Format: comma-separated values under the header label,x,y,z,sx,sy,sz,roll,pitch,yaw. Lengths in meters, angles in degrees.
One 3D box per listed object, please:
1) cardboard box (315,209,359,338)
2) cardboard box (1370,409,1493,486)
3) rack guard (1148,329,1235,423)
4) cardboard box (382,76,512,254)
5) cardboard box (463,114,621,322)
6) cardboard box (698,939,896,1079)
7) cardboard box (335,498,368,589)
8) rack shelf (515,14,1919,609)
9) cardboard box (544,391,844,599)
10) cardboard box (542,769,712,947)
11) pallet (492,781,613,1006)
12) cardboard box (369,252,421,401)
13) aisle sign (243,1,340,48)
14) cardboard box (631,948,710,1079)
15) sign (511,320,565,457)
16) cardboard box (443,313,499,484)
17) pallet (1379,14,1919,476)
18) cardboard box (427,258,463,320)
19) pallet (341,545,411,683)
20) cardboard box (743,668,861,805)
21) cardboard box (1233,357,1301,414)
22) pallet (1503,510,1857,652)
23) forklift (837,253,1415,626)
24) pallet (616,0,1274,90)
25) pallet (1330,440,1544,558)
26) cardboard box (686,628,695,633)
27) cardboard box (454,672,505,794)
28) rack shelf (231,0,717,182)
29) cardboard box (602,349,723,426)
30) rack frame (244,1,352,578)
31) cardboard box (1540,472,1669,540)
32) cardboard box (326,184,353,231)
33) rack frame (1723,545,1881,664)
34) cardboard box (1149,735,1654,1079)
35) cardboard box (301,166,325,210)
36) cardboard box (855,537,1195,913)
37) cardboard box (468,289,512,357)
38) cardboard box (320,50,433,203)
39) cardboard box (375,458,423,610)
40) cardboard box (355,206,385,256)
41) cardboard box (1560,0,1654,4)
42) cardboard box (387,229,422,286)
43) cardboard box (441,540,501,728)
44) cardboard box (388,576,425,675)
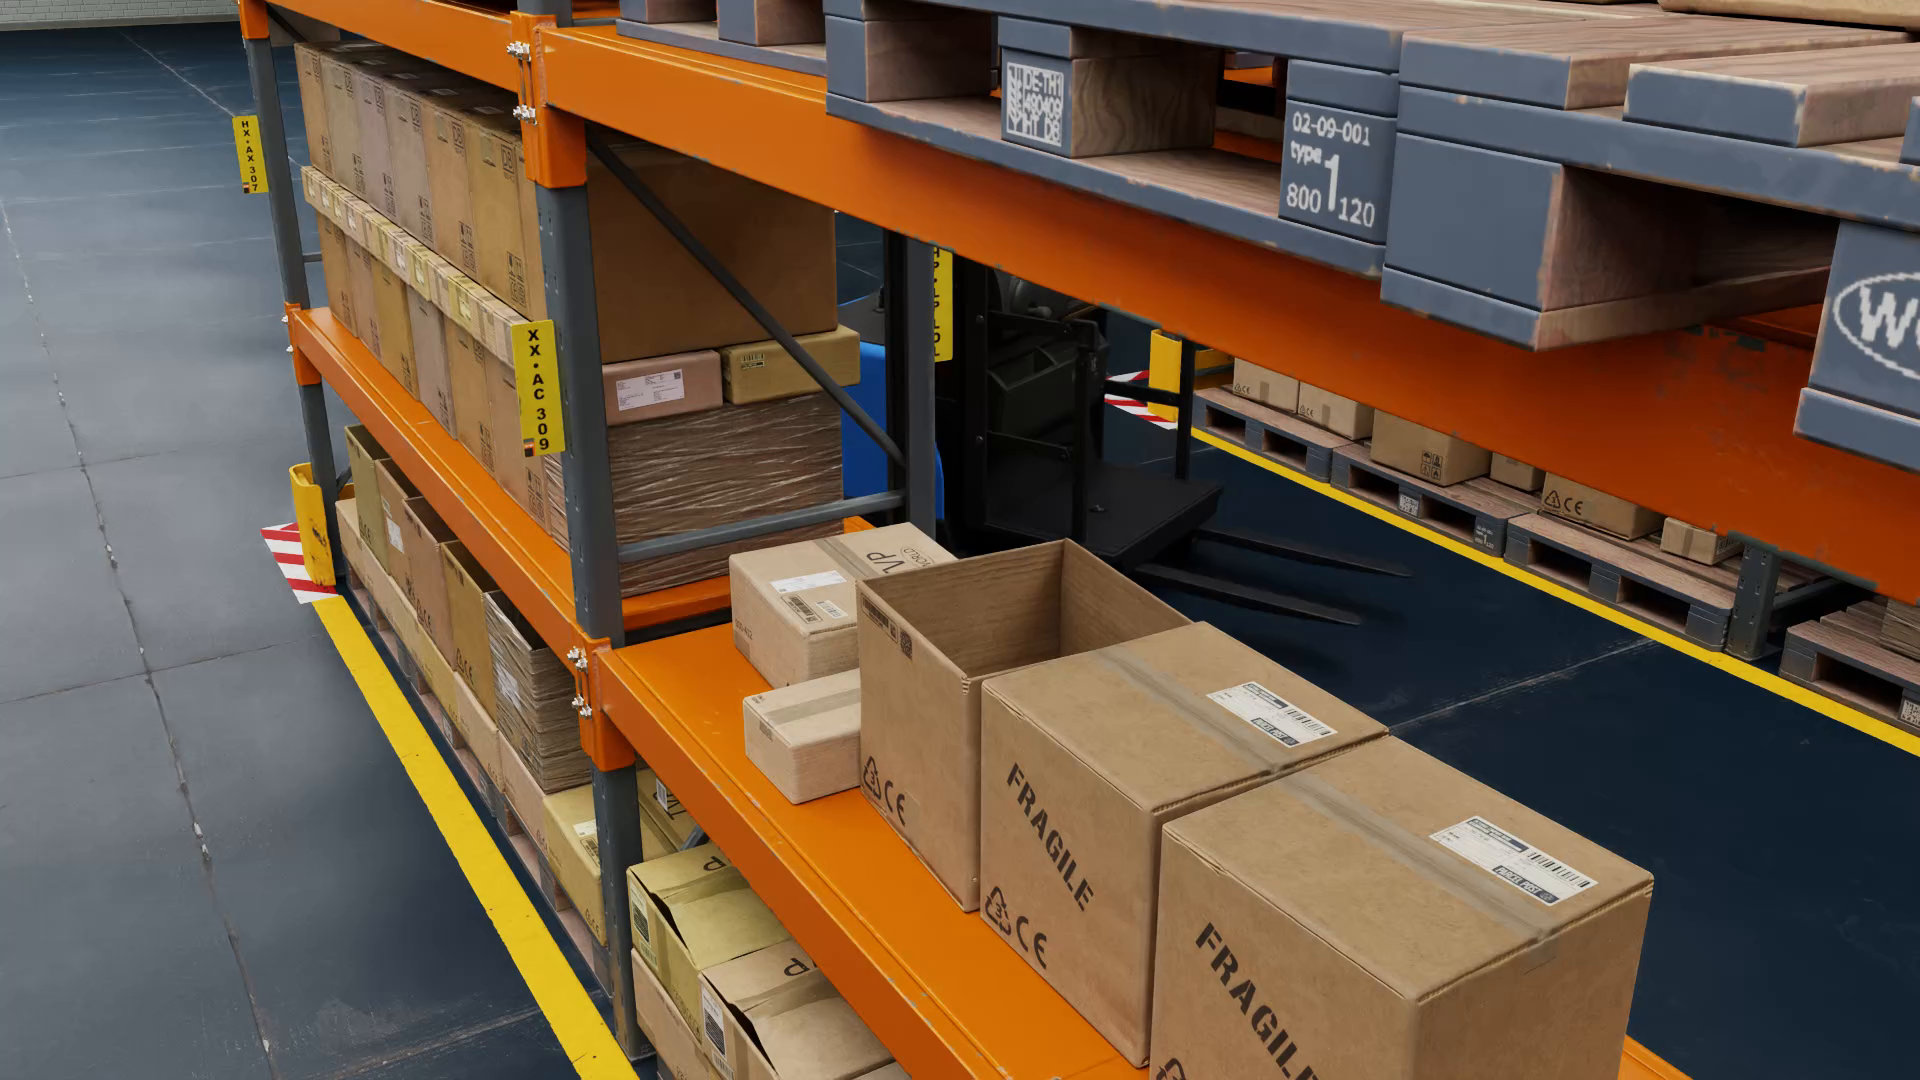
label,x,y,z,sx,sy,sz,roll,pitch,yaw
cardboard box,-2.342,-1.216,7.186,0.700,0.500,0.500,-13,25,-28
cardboard box,2.586,-0.650,8.662,0.700,0.500,0.500,-14,26,-32
rack guard,1.726,-1.095,10.340,1.175,0.500,0.348,-13,25,-28
cardboard box,-1.528,-1.305,5.684,0.700,0.500,0.500,-13,25,-28
cardboard box,-1.018,-0.981,4.887,0.700,0.500,0.500,-13,25,-28
cardboard box,-0.278,1.136,3.882,0.500,0.311,0.500,-13,25,-29
cardboard box,-2.487,-0.027,7.489,0.500,0.250,0.500,-13,25,-28
rack shelf,0.495,-0.437,2.375,1.077,0.370,4.000,-13,25,-28
cardboard box,-0.759,-0.217,4.729,0.700,0.500,0.500,-13,26,-30
cardboard box,-0.951,0.943,5.102,0.500,0.250,0.500,-13,25,-28
pallet,-0.897,0.998,5.576,1.003,0.211,1.213,-13,25,-28
cardboard box,-1.821,-0.885,6.372,0.700,0.500,0.500,-12,25,-28
aisle sign,-2.867,-2.490,7.001,0.394,0.787,0.004,-13,25,-28
cardboard box,-0.533,1.229,4.398,0.500,0.250,0.500,-13,26,-29
sign,-1.003,-0.359,3.956,0.100,0.325,0.005,-13,25,-28
cardboard box,-1.286,-0.550,5.547,0.700,0.500,0.500,-12,25,-27
pallet,1.093,-0.238,1.181,1.213,0.211,1.003,-11,25,-26
cardboard box,-1.497,-0.833,5.384,0.380,0.149,0.250,-12,25,-27
pallet,-2.143,0.208,7.519,1.003,0.211,1.213,-13,25,-28
cardboard box,-0.250,0.414,3.642,0.380,0.149,0.250,-13,25,-28
cardboard box,1.963,-0.994,9.760,0.500,0.311,0.500,-16,27,-34
pallet,3.357,0.099,7.788,1.003,0.211,1.213,-13,25,-28
forklift,0.581,-1.225,7.432,3.031,2.935,1.130,14,26,31
pallet,-0.065,-1.046,3.172,0.805,0.209,1.217,-14,26,-30
pallet,2.730,-0.296,8.760,1.003,0.211,1.213,-13,25,-28
cardboard box,-0.756,0.333,5.607,0.500,0.500,0.500,-13,25,-28
cardboard box,-1.466,0.620,5.896,0.500,0.250,0.500,-13,25,-28
rack shelf,-1.548,-1.732,5.561,1.077,0.370,4.000,-13,25,-28
cardboard box,-0.850,-0.422,4.372,0.380,0.149,0.250,-13,25,-28
rack frame,-2.570,-1.323,7.583,1.000,3.000,0.127,-13,25,-28
cardboard box,3.166,-0.356,7.940,0.500,0.500,0.500,-15,26,-32
cardboard box,-2.291,-1.336,6.619,0.380,0.149,0.250,-12,25,-28
rack frame,3.730,-0.982,6.745,1.000,3.000,0.127,-13,25,-28
cardboard box,0.646,0.680,2.522,0.500,0.500,0.500,-14,26,-31
cardboard box,-2.554,-1.501,7.028,0.380,0.149,0.250,-13,25,-29
cardboard box,0.121,0.348,3.340,0.500,0.500,0.500,-11,24,-24
cardboard box,-1.245,-0.671,4.986,0.380,0.149,0.250,-13,25,-28
cardboard box,-2.042,-1.631,6.484,0.700,0.500,0.500,-13,26,-30
cardboard box,-1.963,-0.054,6.559,0.500,0.500,0.500,-13,25,-28
cardboard box,-2.026,-1.168,6.206,0.380,0.149,0.250,-14,26,-30
cardboard box,0.671,-0.738,1.801,0.500,0.250,0.500,-13,26,-29
cardboard box,-1.770,-1.004,5.803,0.380,0.149,0.250,-12,25,-28
cardboard box,-1.455,0.270,5.761,0.500,0.500,0.500,-13,25,-28
cardboard box,-1.973,0.296,6.694,0.500,0.250,0.500,-13,25,-28
